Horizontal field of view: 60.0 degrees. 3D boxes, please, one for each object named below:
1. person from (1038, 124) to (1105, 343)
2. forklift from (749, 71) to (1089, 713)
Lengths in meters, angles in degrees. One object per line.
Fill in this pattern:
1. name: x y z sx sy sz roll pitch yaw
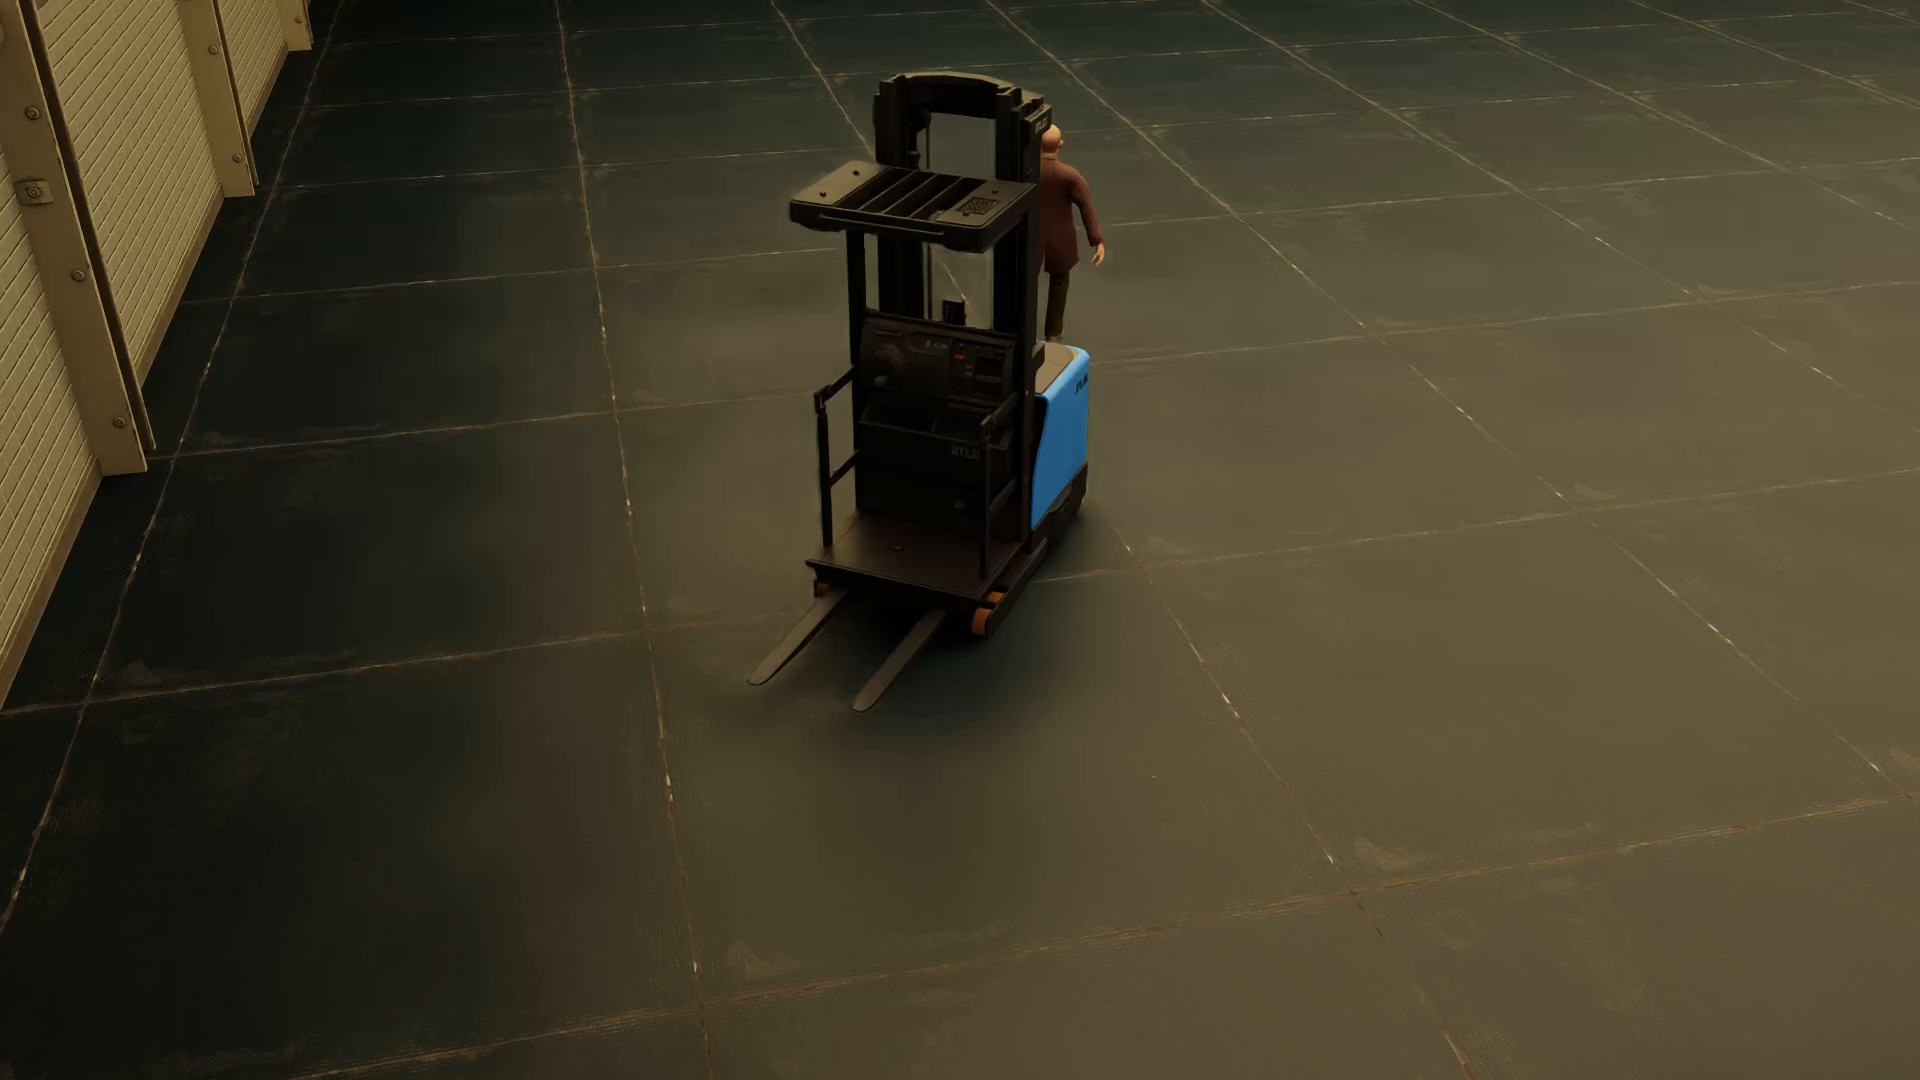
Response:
1. person: 0.663 -2.302 12.728 0.913 1.762 0.746 4 30 7
2. forklift: -0.216 -0.956 9.226 1.130 2.935 3.031 12 32 20
